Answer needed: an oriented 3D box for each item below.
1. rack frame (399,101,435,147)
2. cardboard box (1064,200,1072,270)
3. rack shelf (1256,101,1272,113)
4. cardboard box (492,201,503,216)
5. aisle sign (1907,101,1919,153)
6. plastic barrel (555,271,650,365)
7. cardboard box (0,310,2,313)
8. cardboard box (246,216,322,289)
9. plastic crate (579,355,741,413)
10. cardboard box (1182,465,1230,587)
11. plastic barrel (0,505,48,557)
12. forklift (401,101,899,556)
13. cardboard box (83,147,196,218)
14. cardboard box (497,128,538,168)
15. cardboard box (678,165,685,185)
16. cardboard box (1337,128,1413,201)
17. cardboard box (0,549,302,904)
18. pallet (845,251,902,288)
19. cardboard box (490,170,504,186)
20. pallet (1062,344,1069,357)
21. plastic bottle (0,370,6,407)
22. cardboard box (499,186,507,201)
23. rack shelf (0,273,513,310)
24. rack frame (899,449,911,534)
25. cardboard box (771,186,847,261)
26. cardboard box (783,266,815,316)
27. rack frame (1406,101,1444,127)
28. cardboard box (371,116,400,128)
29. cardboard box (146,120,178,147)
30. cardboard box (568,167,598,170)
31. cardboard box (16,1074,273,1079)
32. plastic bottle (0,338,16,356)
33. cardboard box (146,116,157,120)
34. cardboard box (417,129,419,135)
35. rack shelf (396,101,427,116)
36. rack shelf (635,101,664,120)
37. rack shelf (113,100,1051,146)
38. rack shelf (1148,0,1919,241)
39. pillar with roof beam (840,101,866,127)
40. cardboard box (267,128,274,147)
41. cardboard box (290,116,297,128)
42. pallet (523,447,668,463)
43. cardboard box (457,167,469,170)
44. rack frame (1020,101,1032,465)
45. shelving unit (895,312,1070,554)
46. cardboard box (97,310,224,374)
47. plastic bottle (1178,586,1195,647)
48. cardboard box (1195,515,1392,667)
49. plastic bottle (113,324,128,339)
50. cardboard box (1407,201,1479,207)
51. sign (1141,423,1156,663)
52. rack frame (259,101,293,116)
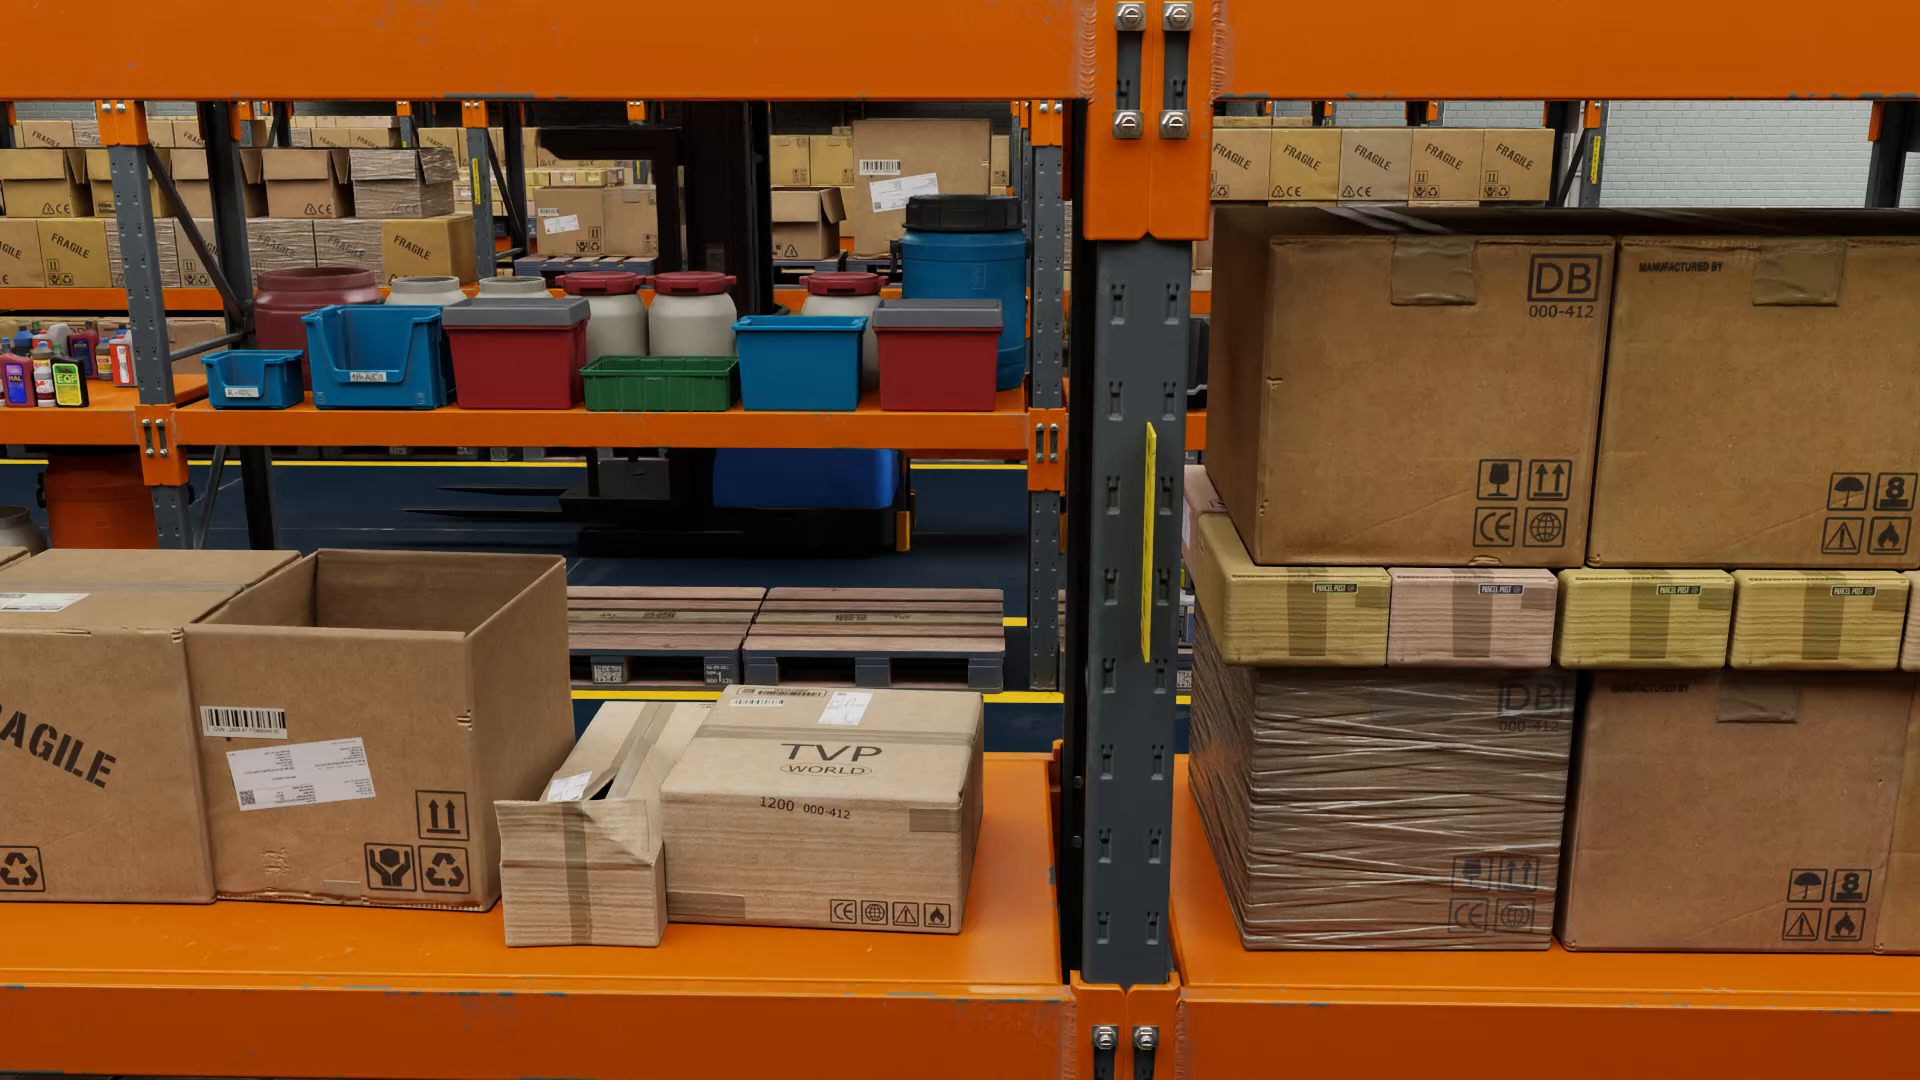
[{"bbox_3d":[-7.220,-4.719,22.347,0.127,3.000,1.000,0,15,1],"label":"rack frame"},{"bbox_3d":[0.973,-2.313,12.449,0.500,0.500,0.875,0,15,1],"label":"cardboard box"},{"bbox_3d":[2.900,-7.022,26.607,4.000,0.370,1.077,0,15,1],"label":"rack shelf"},{"bbox_3d":[-4.775,-3.405,17.036,0.250,0.149,0.380,0,15,-1],"label":"cardboard box"},{"bbox_3d":[4.476,-2.182,7.634,0.004,0.787,0.394,0,15,1],"label":"aisle sign"},{"bbox_3d":[-1.719,-1.012,8.030,0.433,0.535,0.433,0,15,0],"label":"plastic barrel"},{"bbox_3d":[-8.131,-1.392,13.079,0.875,0.875,0.875,0,15,1],"label":"cardboard box"},{"bbox_3d":[-4.991,-2.161,12.457,0.500,0.500,0.500,0,15,0],"label":"cardboard box"},{"bbox_3d":[-1.350,-0.714,7.580,0.662,0.188,0.450,0,15,1],"label":"plastic crate"},{"bbox_3d":[0.545,-0.028,3.100,0.250,0.149,0.380,0,15,1],"label":"cardboard box"},{"bbox_3d":[-4.657,0.117,8.068,0.421,0.512,0.421,0,15,0],"label":"plastic barrel"},{"bbox_3d":[-1.894,-1.453,10.101,3.031,2.935,1.130,1,15,3],"label":"forklift"},{"bbox_3d":[-6.148,-2.716,12.591,0.637,0.503,0.797,1,15,2],"label":"cardboard box"},{"bbox_3d":[-5.777,-5.175,21.917,0.500,0.500,0.500,0,15,0],"label":"cardboard box"},{"bbox_3d":[-2.798,-3.956,17.300,0.500,0.500,0.700,0,15,1],"label":"cardboard box"},{"bbox_3d":[2.967,-2.736,12.089,0.500,0.500,0.500,0,15,1],"label":"cardboard box"},{"bbox_3d":[-1.527,0.322,3.042,0.500,0.500,0.500,0,15,2],"label":"cardboard box"},{"bbox_3d":[-0.236,-2.089,12.754,1.213,0.211,1.003,0,15,1],"label":"pallet"},{"bbox_3d":[-4.769,-3.693,16.962,0.250,0.149,0.380,0,15,1],"label":"cardboard box"},{"bbox_3d":[1.510,-2.031,17.623,1.213,0.211,1.003,0,15,1],"label":"pallet"},{"bbox_3d":[-4.362,-0.707,7.531,0.097,0.201,0.097,0,15,0],"label":"plastic bottle"},{"bbox_3d":[-4.532,-3.547,16.989,0.250,0.149,0.380,0,15,2],"label":"cardboard box"},{"bbox_3d":[-5.474,-1.831,12.810,4.000,0.370,1.077,0,15,1],"label":"rack shelf"},{"bbox_3d":[-0.340,-0.728,10.161,0.032,1.500,0.500,1,15,3],"label":"rack frame"},{"bbox_3d":[-1.211,-2.380,12.457,0.637,0.503,0.797,2,15,7],"label":"cardboard box"},{"bbox_3d":[-1.766,-2.514,17.574,0.750,0.750,1.050,1,15,2],"label":"cardboard box"},{"bbox_3d":[4.751,-3.378,17.263,0.127,3.000,1.000,0,15,1],"label":"rack frame"},{"bbox_3d":[-7.536,-5.485,21.824,0.250,0.149,0.380,0,15,0],"label":"cardboard box"},{"bbox_3d":[-8.239,-4.068,17.139,0.500,0.500,0.500,0,15,0],"label":"cardboard box"},{"bbox_3d":[-3.972,-3.853,17.566,0.250,0.149,0.380,0,15,0],"label":"cardboard box"},{"bbox_3d":[-1.676,1.166,3.508,0.500,0.311,0.500,1,15,3],"label":"cardboard box"},{"bbox_3d":[-4.736,-0.903,8.274,0.097,0.201,0.097,0,15,0],"label":"plastic bottle"},{"bbox_3d":[-10.607,-5.534,22.008,0.250,0.149,0.380,1,15,3],"label":"cardboard box"},{"bbox_3d":[-8.579,-6.496,27.324,0.500,0.500,0.500,0,15,0],"label":"cardboard box"},{"bbox_3d":[-9.219,-5.835,22.105,4.000,0.370,1.077,0,15,1],"label":"rack shelf"},{"bbox_3d":[-1.247,-4.520,17.120,4.000,0.370,1.077,0,15,1],"label":"rack shelf"},{"bbox_3d":[-1.601,-1.992,7.541,4.000,0.370,1.077,0,15,1],"label":"rack shelf"},{"bbox_3d":[2.267,-0.703,2.655,4.000,0.370,1.077,0,15,1],"label":"rack shelf"},{"bbox_3d":[-1.882,-7.983,22.958,0.400,9.000,9.100,0,15,1],"label":"pillar with roof beam"},{"bbox_3d":[-9.216,-5.195,21.995,0.500,0.500,0.500,0,15,2],"label":"cardboard box"},{"bbox_3d":[-8.812,-5.510,21.916,0.250,0.149,0.380,0,15,0],"label":"cardboard box"},{"bbox_3d":[-2.693,-0.812,13.004,1.213,0.211,1.003,0,15,1],"label":"pallet"},{"bbox_3d":[-5.267,-3.862,17.603,0.250,0.149,0.380,0,15,1],"label":"cardboard box"},{"bbox_3d":[0.524,-2.140,12.570,0.127,3.000,1.000,0,15,1],"label":"rack frame"},{"bbox_3d":[0.159,-0.723,10.139,1.083,1.500,0.587,1,15,3],"label":"shelving unit"},{"bbox_3d":[-5.939,-1.363,12.967,0.875,0.875,1.225,0,15,-1],"label":"cardboard box"},{"bbox_3d":[1.029,0.337,7.661,0.135,0.276,0.152,1,15,3],"label":"plastic bottle"},{"bbox_3d":[0.531,0.076,2.705,0.250,0.149,0.380,0,15,1],"label":"cardboard box"},{"bbox_3d":[-4.140,-0.933,8.250,0.097,0.271,0.097,0,15,0],"label":"plastic bottle"},{"bbox_3d":[3.471,-2.289,12.357,0.500,0.500,0.875,0,15,1],"label":"cardboard box"},{"bbox_3d":[0.264,0.003,2.332,0.005,0.325,0.100,0,15,1],"label":"sign"},{"bbox_3d":[-11.095,-6.011,27.243,0.127,3.000,1.000,0,15,1],"label":"rack frame"}]
